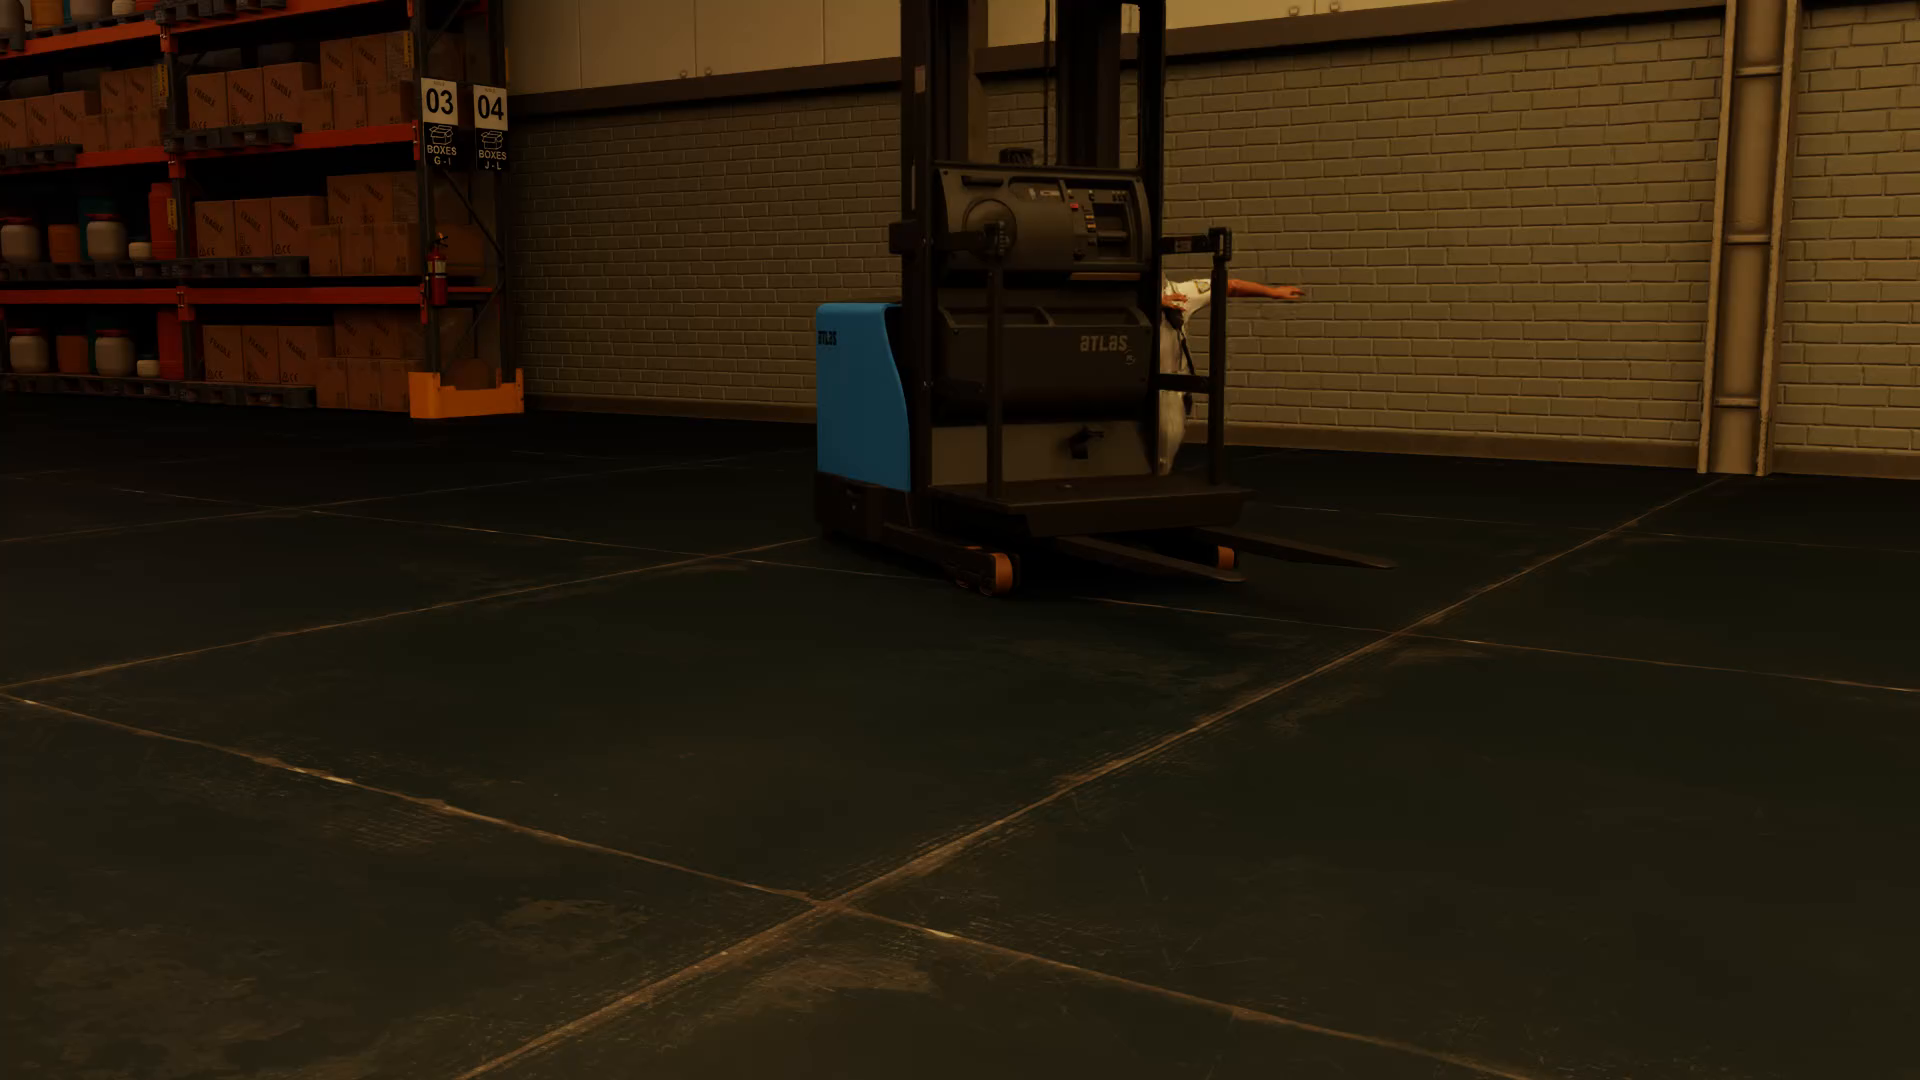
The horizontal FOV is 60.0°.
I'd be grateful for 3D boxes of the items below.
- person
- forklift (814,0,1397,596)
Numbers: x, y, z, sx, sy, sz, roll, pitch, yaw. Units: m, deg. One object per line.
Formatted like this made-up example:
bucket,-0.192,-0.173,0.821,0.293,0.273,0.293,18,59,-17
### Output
person,0.974,-0.669,7.708,1.330,1.352,0.717,0,8,0
forklift,0.446,-1.314,6.435,1.130,2.935,3.031,-4,9,-27
